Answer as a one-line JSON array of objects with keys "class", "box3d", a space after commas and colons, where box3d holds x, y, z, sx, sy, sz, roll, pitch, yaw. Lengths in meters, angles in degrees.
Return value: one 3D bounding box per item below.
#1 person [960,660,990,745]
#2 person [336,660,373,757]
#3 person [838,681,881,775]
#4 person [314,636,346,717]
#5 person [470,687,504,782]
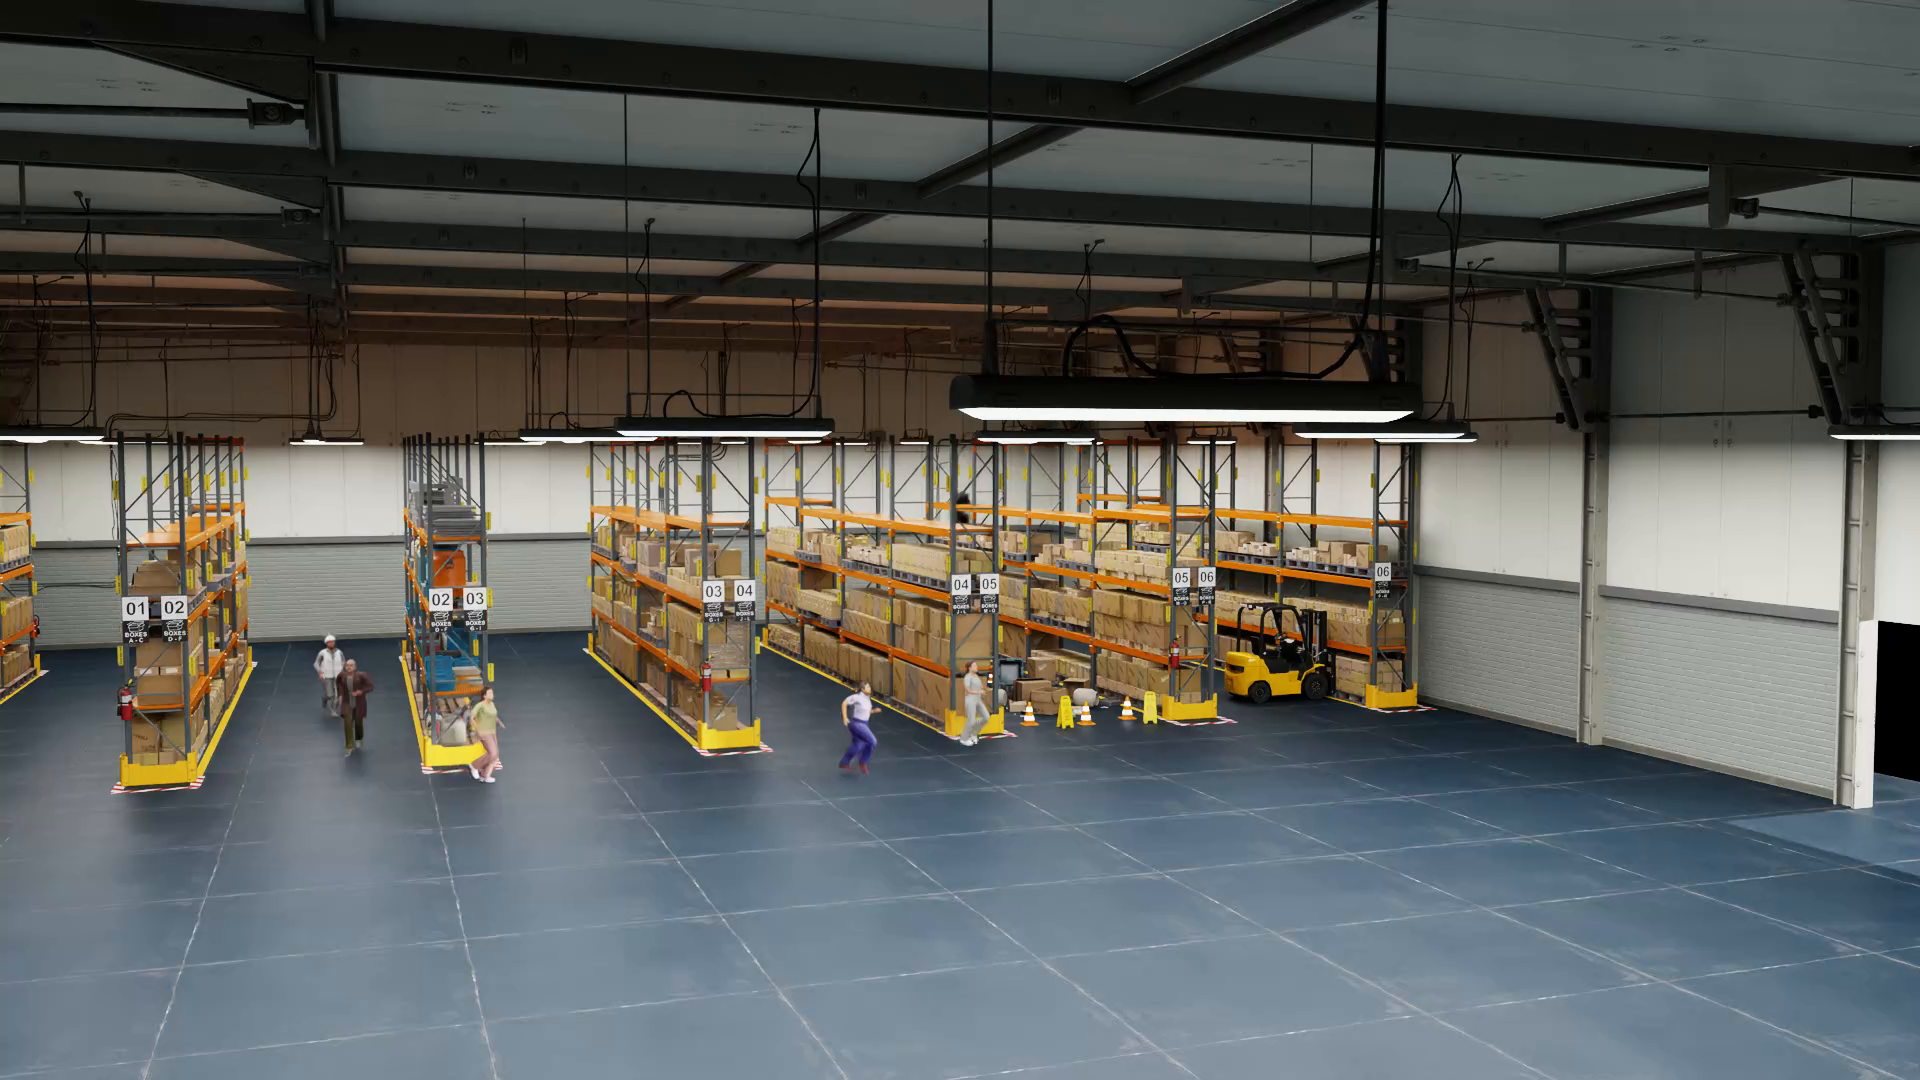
[{"class": "person", "box3d": [0.282, 3.117, 31.914, 0.631, 1.635, 0.542, 2, 4, 34]}, {"class": "person", "box3d": [-11.338, 3.132, 31.164, 0.709, 1.843, 0.936, -1, 3, -10]}, {"class": "person", "box3d": [-1.768, 3.290, 29.152, 0.796, 1.644, 0.630, 1, 3, 16]}, {"class": "person", "box3d": [-13.425, 2.899, 35.497, 0.665, 1.732, 0.625, -2, 4, -36]}, {"class": "person", "box3d": [-8.117, 3.326, 28.518, 0.539, 1.638, 0.594, 1, 3, 18]}]
